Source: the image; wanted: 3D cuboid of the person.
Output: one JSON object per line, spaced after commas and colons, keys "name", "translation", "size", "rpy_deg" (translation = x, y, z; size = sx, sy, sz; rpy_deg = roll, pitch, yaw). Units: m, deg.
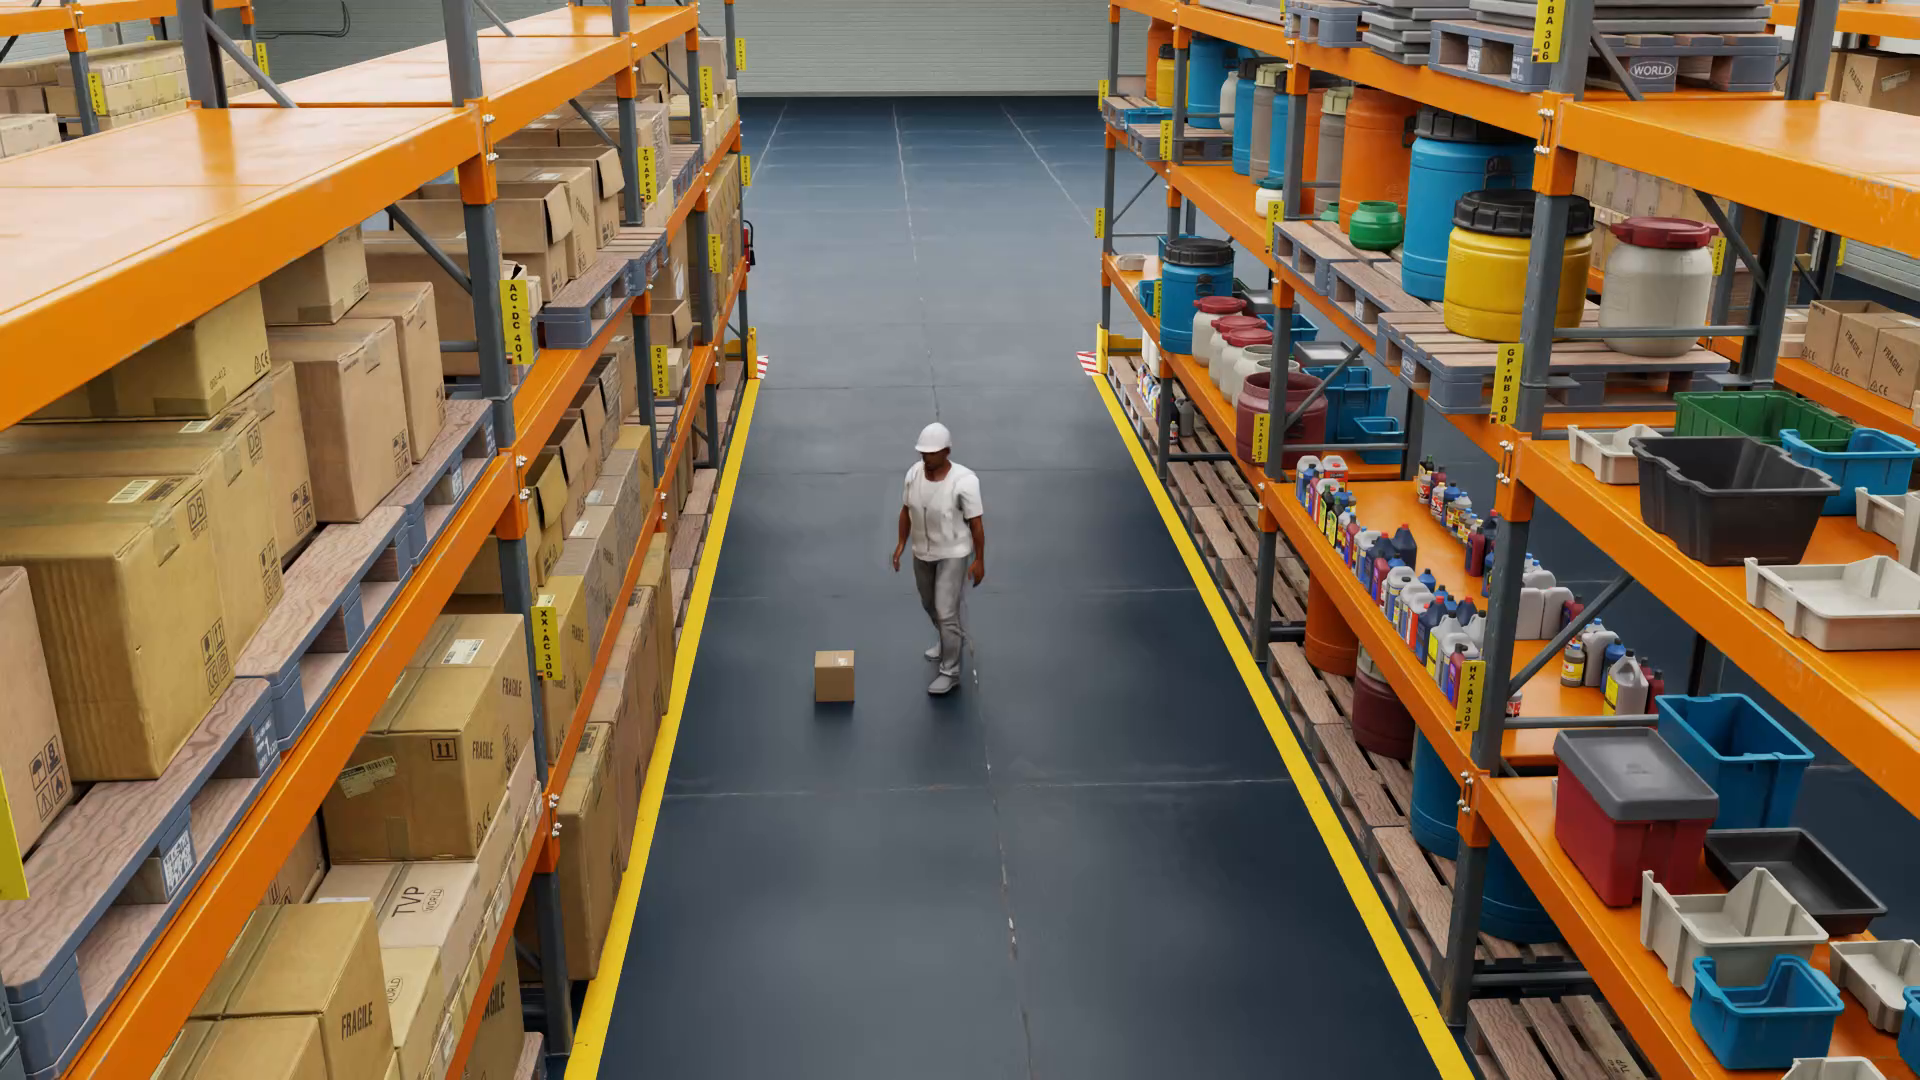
{"name": "person", "translation": [-0.123, 0.072, 10.866], "size": [0.635, 1.755, 0.723], "rpy_deg": [14, 24, 33]}
